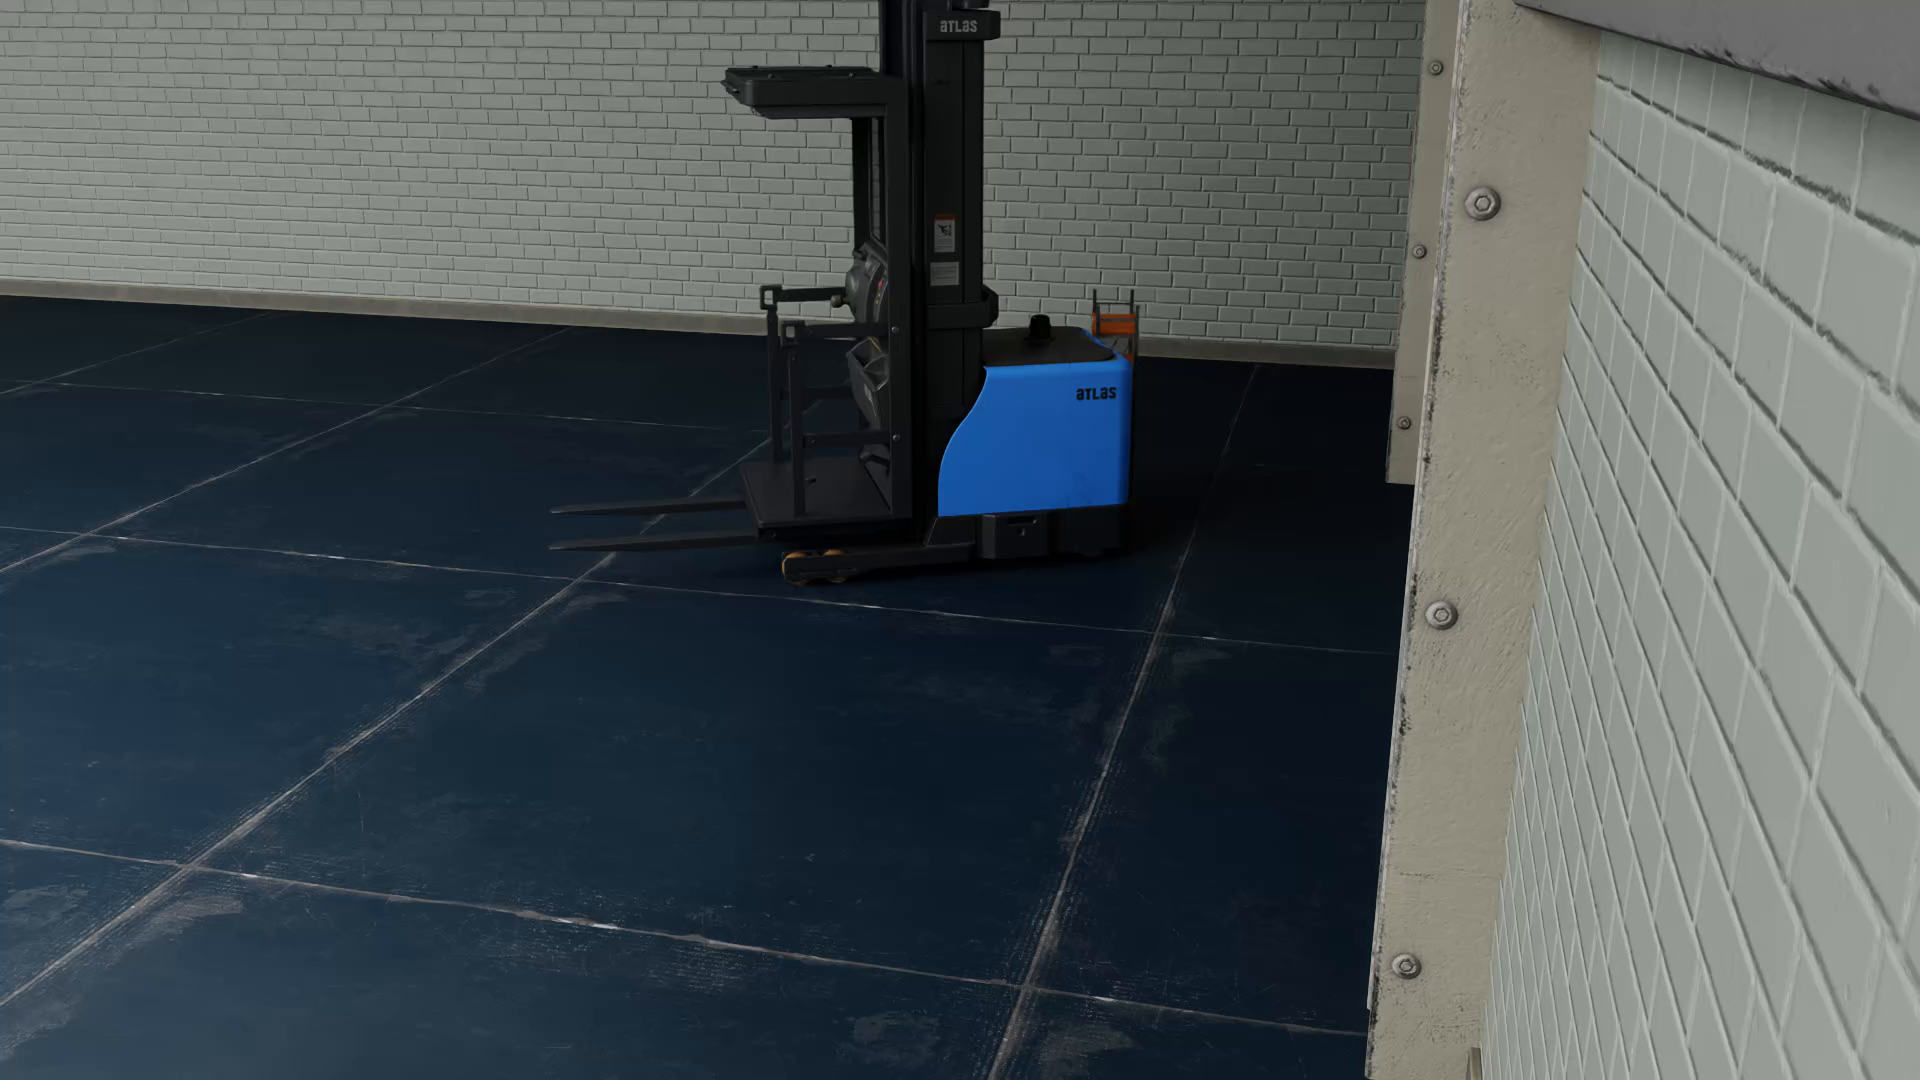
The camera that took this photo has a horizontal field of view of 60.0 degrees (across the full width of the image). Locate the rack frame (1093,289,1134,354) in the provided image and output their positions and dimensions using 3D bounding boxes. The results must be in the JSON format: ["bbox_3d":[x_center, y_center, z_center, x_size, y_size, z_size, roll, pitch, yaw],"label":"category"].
[{"bbox_3d":[0.904,-0.906,9.985,0.240,1.200,0.015,1,19,2],"label":"rack frame"}]

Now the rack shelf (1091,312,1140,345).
[{"bbox_3d":[0.895,-1.199,9.627,0.258,0.148,0.480,1,19,2],"label":"rack shelf"}]

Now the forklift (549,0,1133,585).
[{"bbox_3d":[-0.661,-1.342,8.583,3.031,2.935,1.130,-4,19,-12],"label":"forklift"}]

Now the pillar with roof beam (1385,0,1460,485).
[{"bbox_3d":[-1.361,-5.003,9.911,9.100,9.000,0.400,5,19,13],"label":"pillar with roof beam"}]

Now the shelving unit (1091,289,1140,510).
[{"bbox_3d":[0.895,-0.828,9.754,0.258,1.200,0.503,1,19,2],"label":"shelving unit"}]

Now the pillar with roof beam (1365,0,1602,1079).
[{"bbox_3d":[-2.827,-3.122,4.406,9.100,9.000,0.400,5,19,13],"label":"pillar with roof beam"}]

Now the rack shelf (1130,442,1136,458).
[{"bbox_3d":[0.895,-0.576,9.840,0.258,0.148,0.480,1,19,2],"label":"rack shelf"}]

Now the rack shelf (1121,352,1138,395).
[{"bbox_3d":[0.895,-0.976,9.704,0.258,0.148,0.480,1,19,2],"label":"rack shelf"}]

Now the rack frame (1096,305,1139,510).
[{"bbox_3d":[0.886,-0.749,9.523,0.240,1.200,0.015,1,19,2],"label":"rack frame"}]

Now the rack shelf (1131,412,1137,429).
[{"bbox_3d":[0.895,-0.764,9.776,0.258,0.148,0.480,1,19,2],"label":"rack shelf"}]
